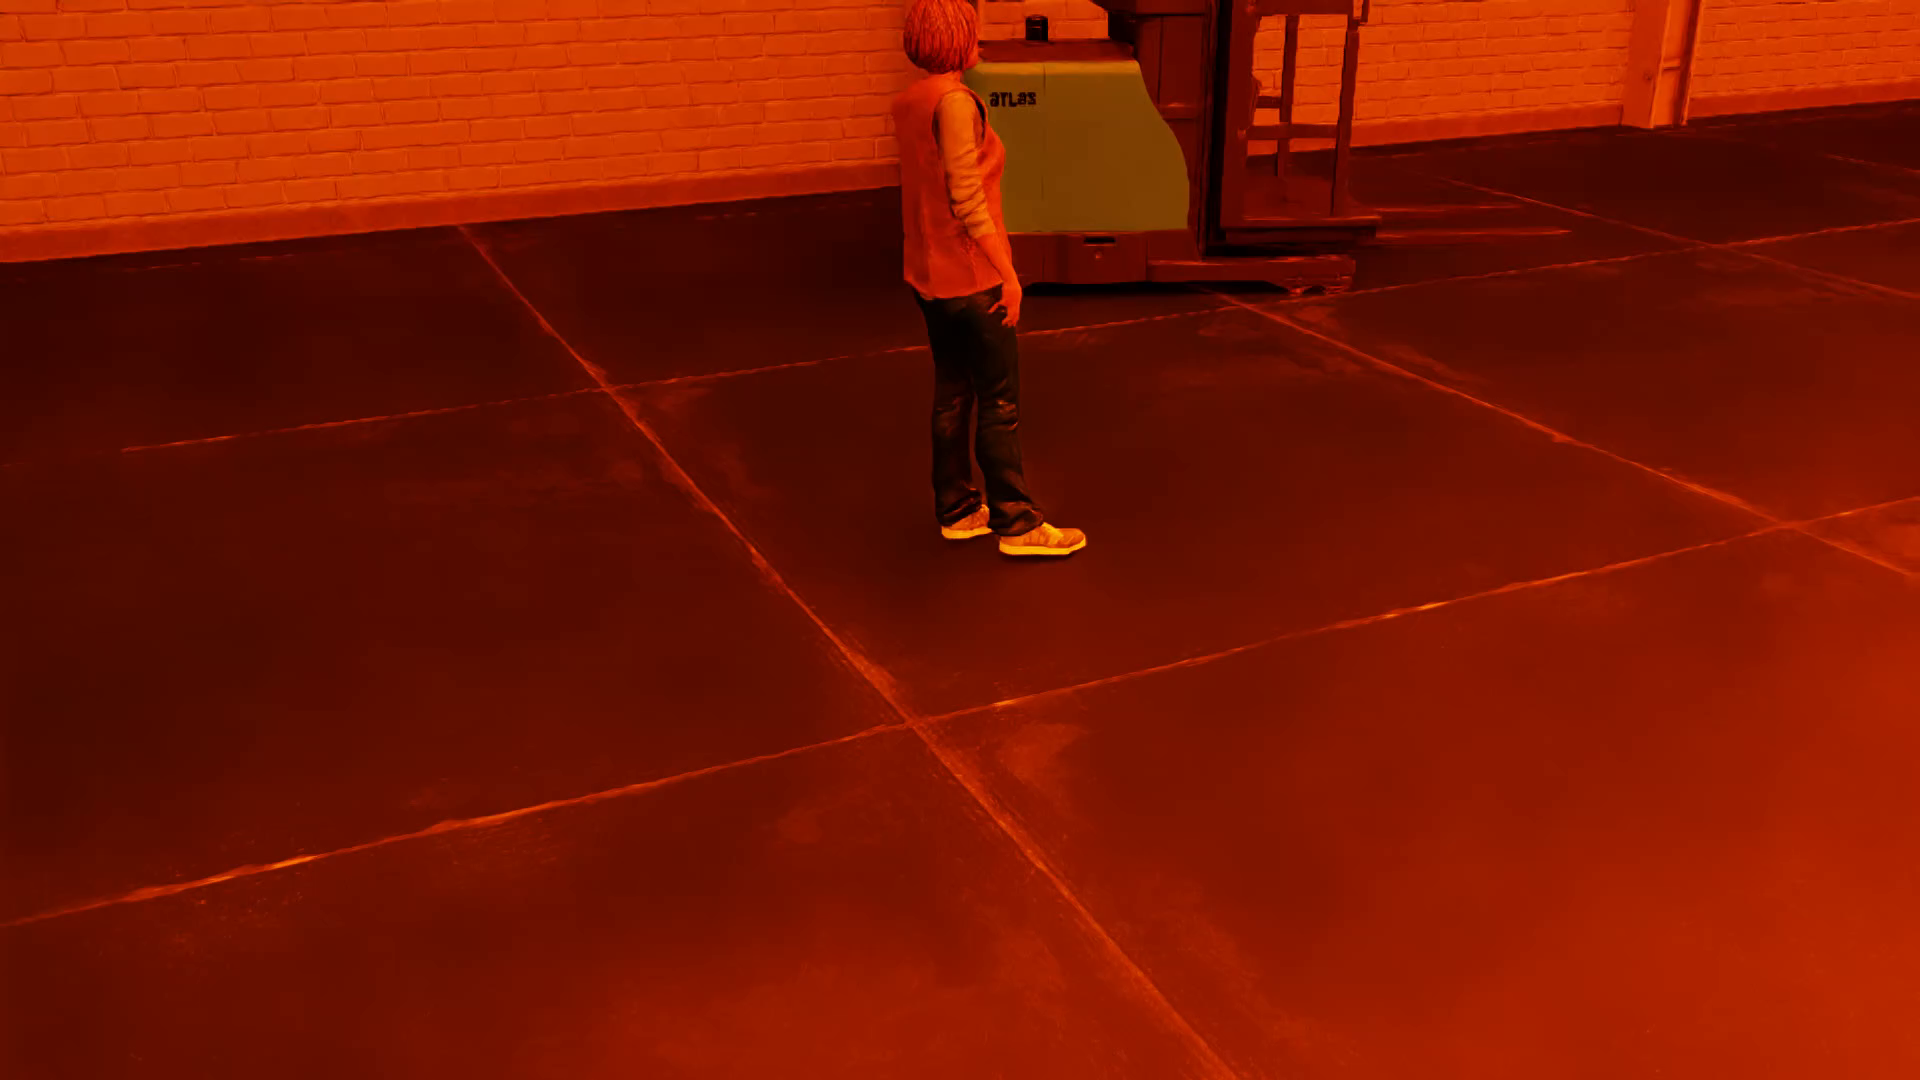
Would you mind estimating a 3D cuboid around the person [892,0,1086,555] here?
[{"bbox_3d":[0.073,-0.751,4.815,0.474,1.597,0.520,-10,25,-23],"label":"person"}]

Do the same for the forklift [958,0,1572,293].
[{"bbox_3d":[1.475,-2.737,7.876,3.031,2.935,1.130,-2,23,-5],"label":"forklift"}]
